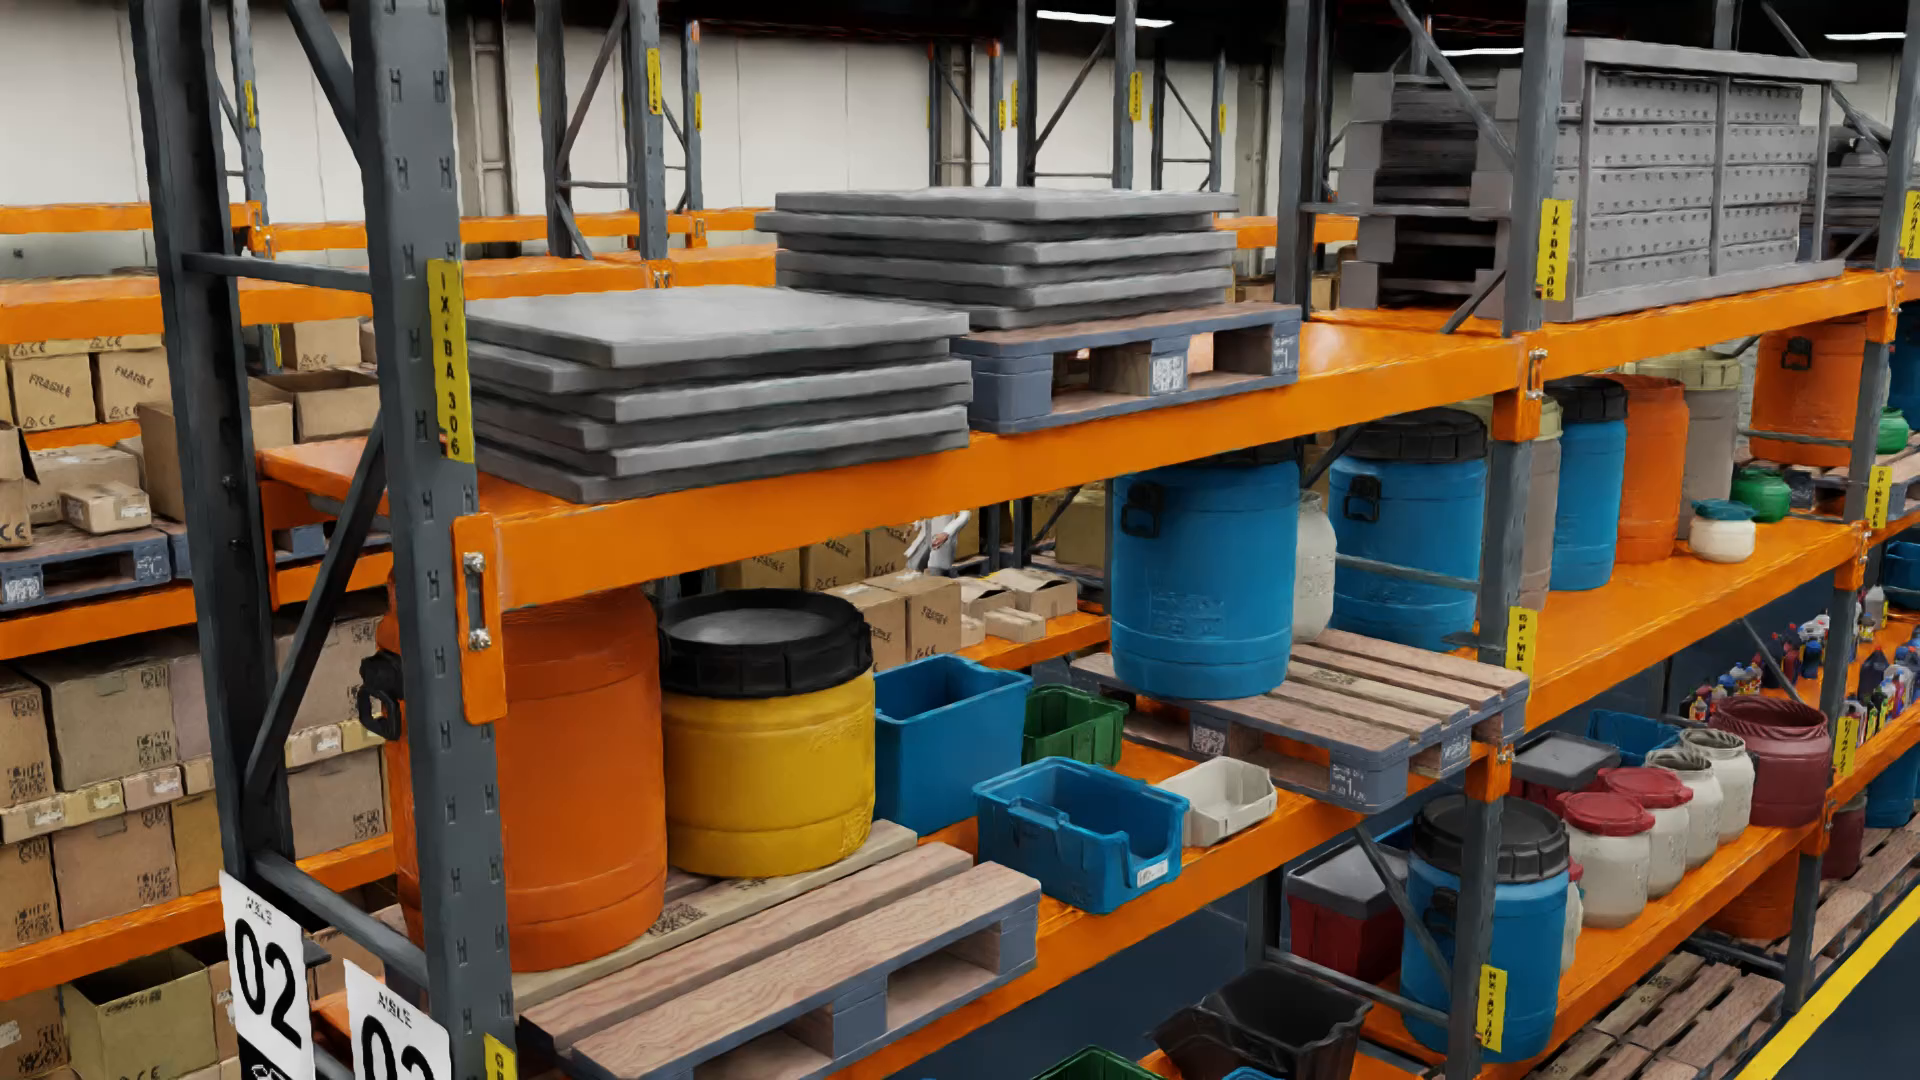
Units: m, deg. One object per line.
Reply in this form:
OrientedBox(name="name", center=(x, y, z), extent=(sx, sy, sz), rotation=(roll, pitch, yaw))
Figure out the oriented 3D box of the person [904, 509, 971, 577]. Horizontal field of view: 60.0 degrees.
OrientedBox(name="person", center=(-0.246, 0.033, 16.460), extent=(0.788, 1.750, 0.519), rotation=(13, 18, 42))
